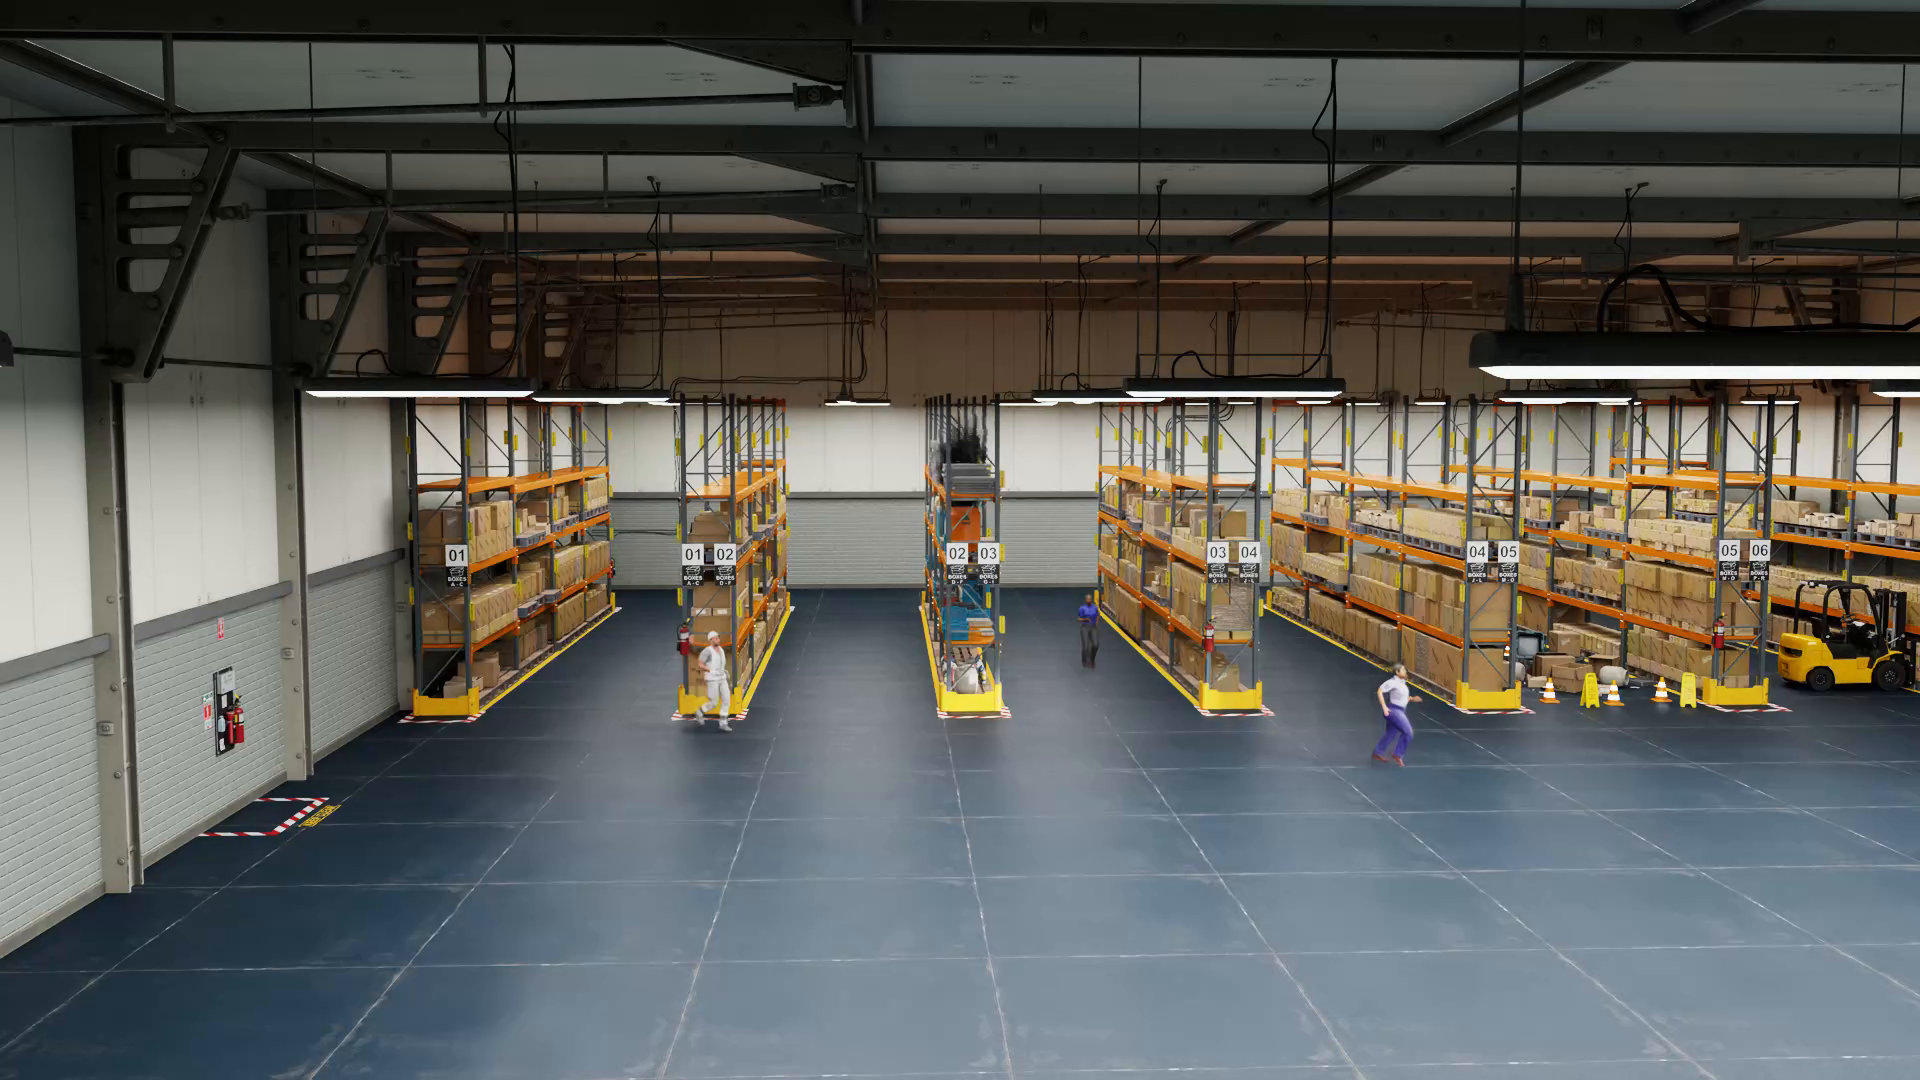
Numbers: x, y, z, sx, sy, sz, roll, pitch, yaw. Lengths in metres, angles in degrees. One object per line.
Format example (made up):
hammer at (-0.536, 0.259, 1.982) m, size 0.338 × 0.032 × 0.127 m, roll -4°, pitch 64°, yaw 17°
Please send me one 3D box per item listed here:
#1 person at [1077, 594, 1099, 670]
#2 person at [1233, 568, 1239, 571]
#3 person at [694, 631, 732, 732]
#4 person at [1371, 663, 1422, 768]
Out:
person at (2.846, 2.034, 36.517) m, size 0.558 × 1.666 × 0.667 m, roll -1°, pitch 5°, yaw -11°
person at (7.630, 1.194, 47.218) m, size 0.727 × 1.670 × 0.840 m, roll 1°, pitch 5°, yaw 13°
person at (-4.377, 2.506, 29.584) m, size 0.803 × 1.780 × 0.671 m, roll 3°, pitch 5°, yaw 34°
person at (6.980, 2.817, 26.611) m, size 0.796 × 1.675 × 0.570 m, roll 2°, pitch 5°, yaw 24°
